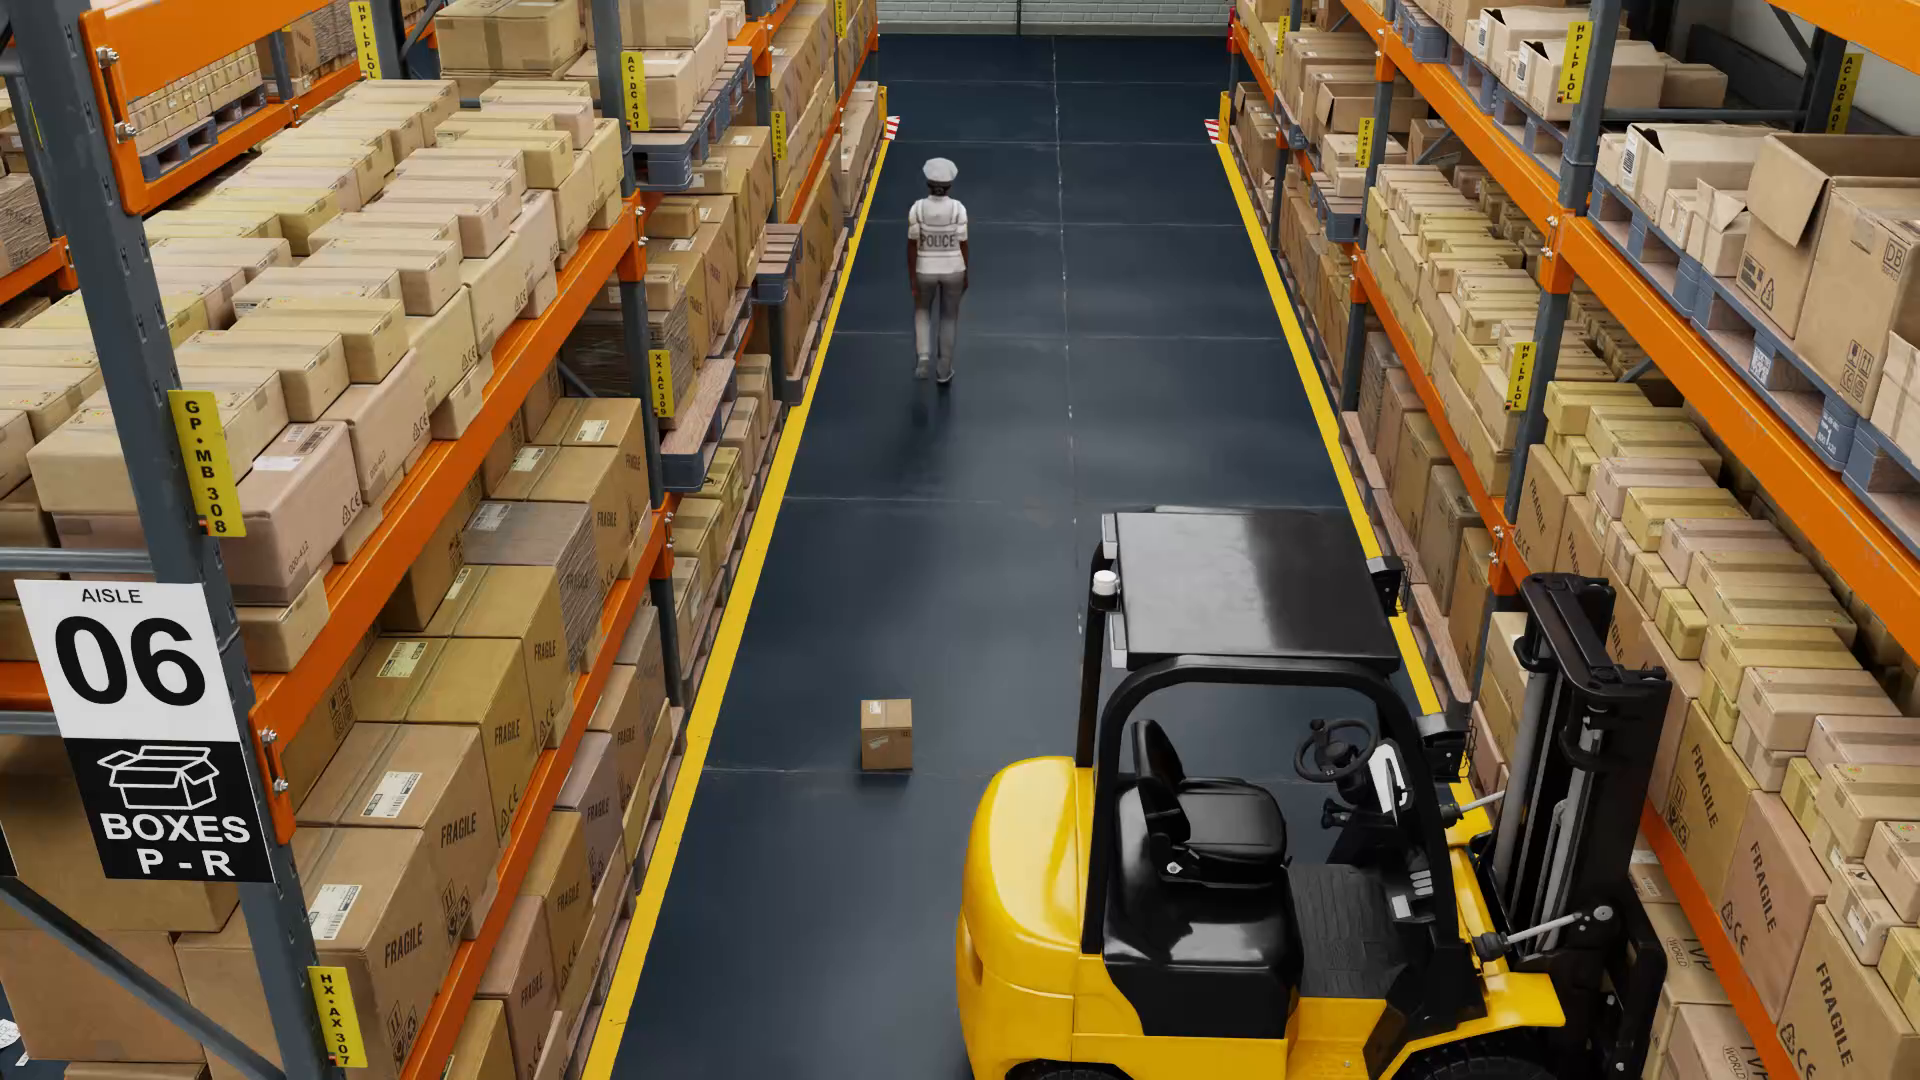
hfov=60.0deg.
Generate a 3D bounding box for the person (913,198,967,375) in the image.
[{"bbox_3d":[-0.150,-1.894,12.286,0.406,1.347,0.418,2,28,3],"label":"person"}]
